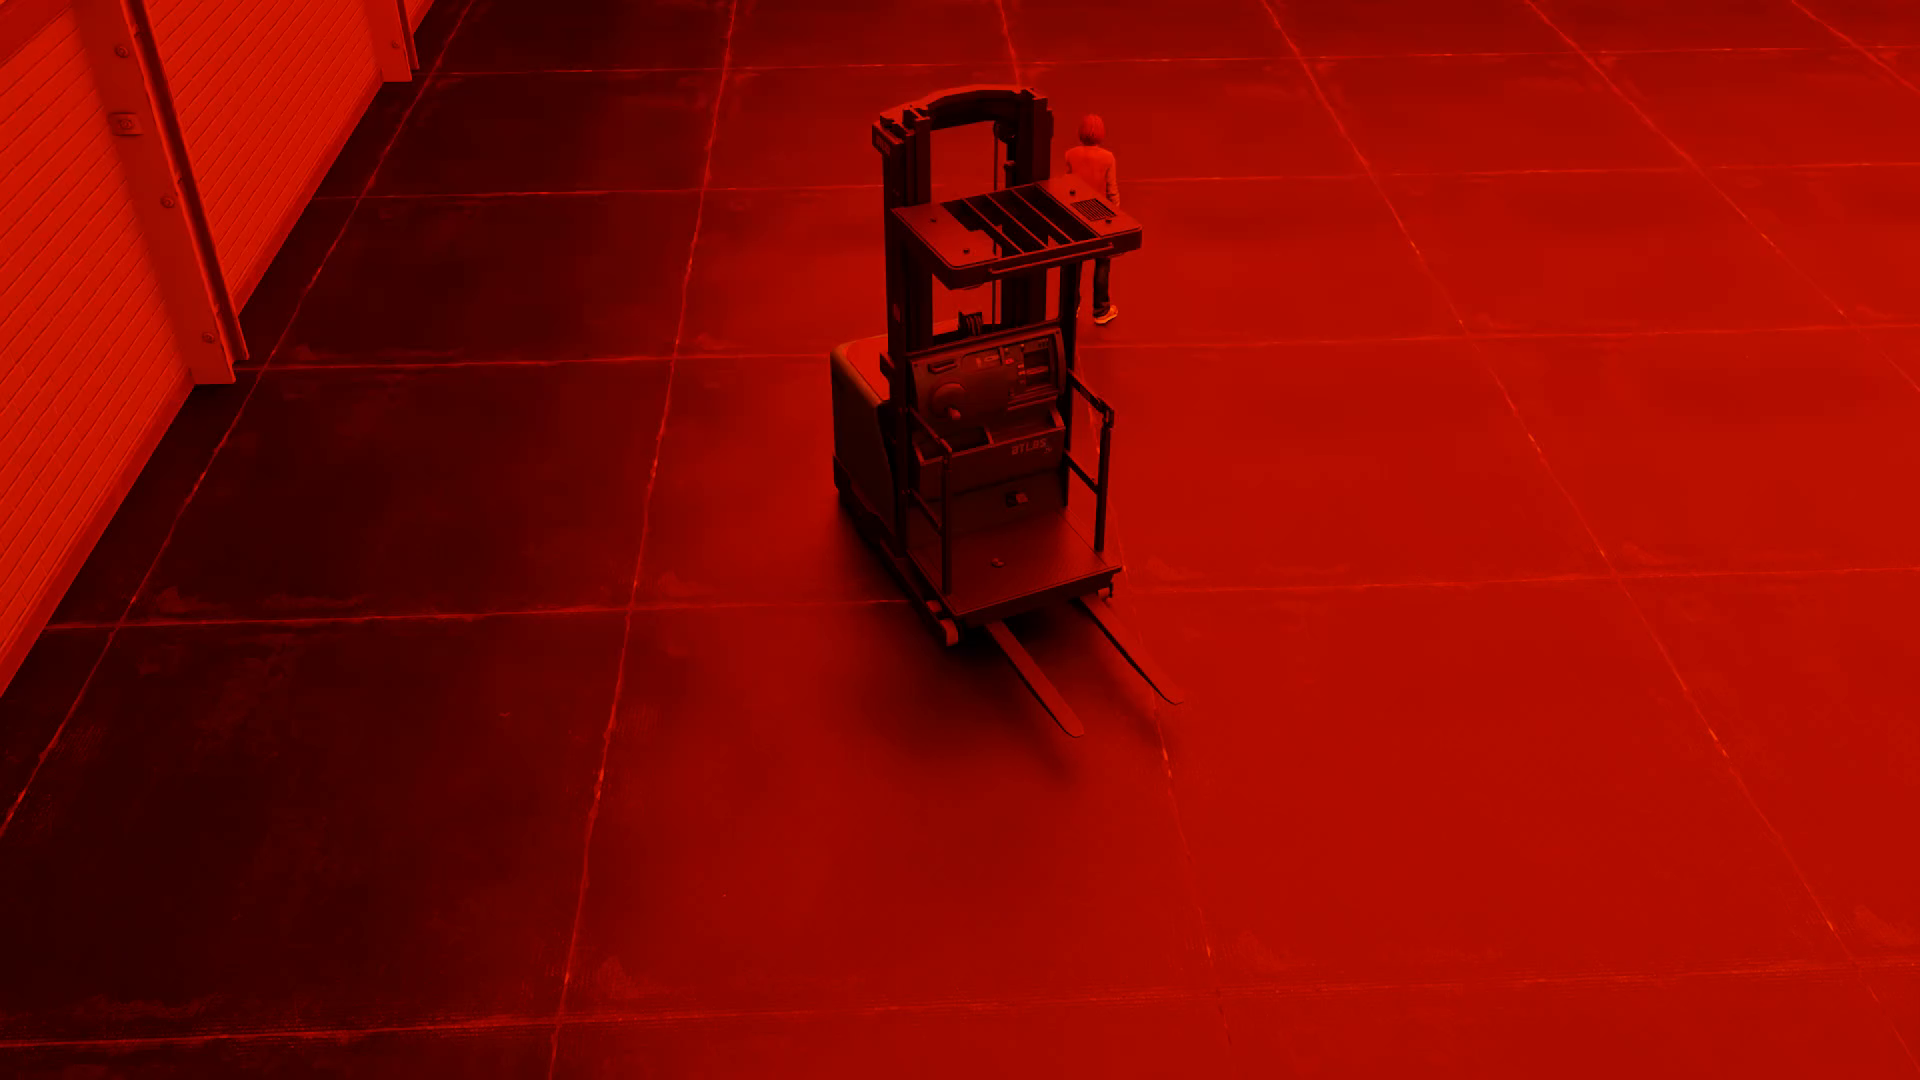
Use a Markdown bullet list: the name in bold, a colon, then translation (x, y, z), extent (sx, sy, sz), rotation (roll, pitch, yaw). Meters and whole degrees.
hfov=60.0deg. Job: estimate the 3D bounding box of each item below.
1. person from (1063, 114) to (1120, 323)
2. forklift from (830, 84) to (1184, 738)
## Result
- **person**: translation (0.961, -2.376, 12.410), extent (0.479, 1.593, 0.345), rotation (11, 37, 14)
- **forklift**: translation (0.258, -0.860, 9.192), extent (1.130, 2.935, 3.031), rotation (-15, 39, -20)
